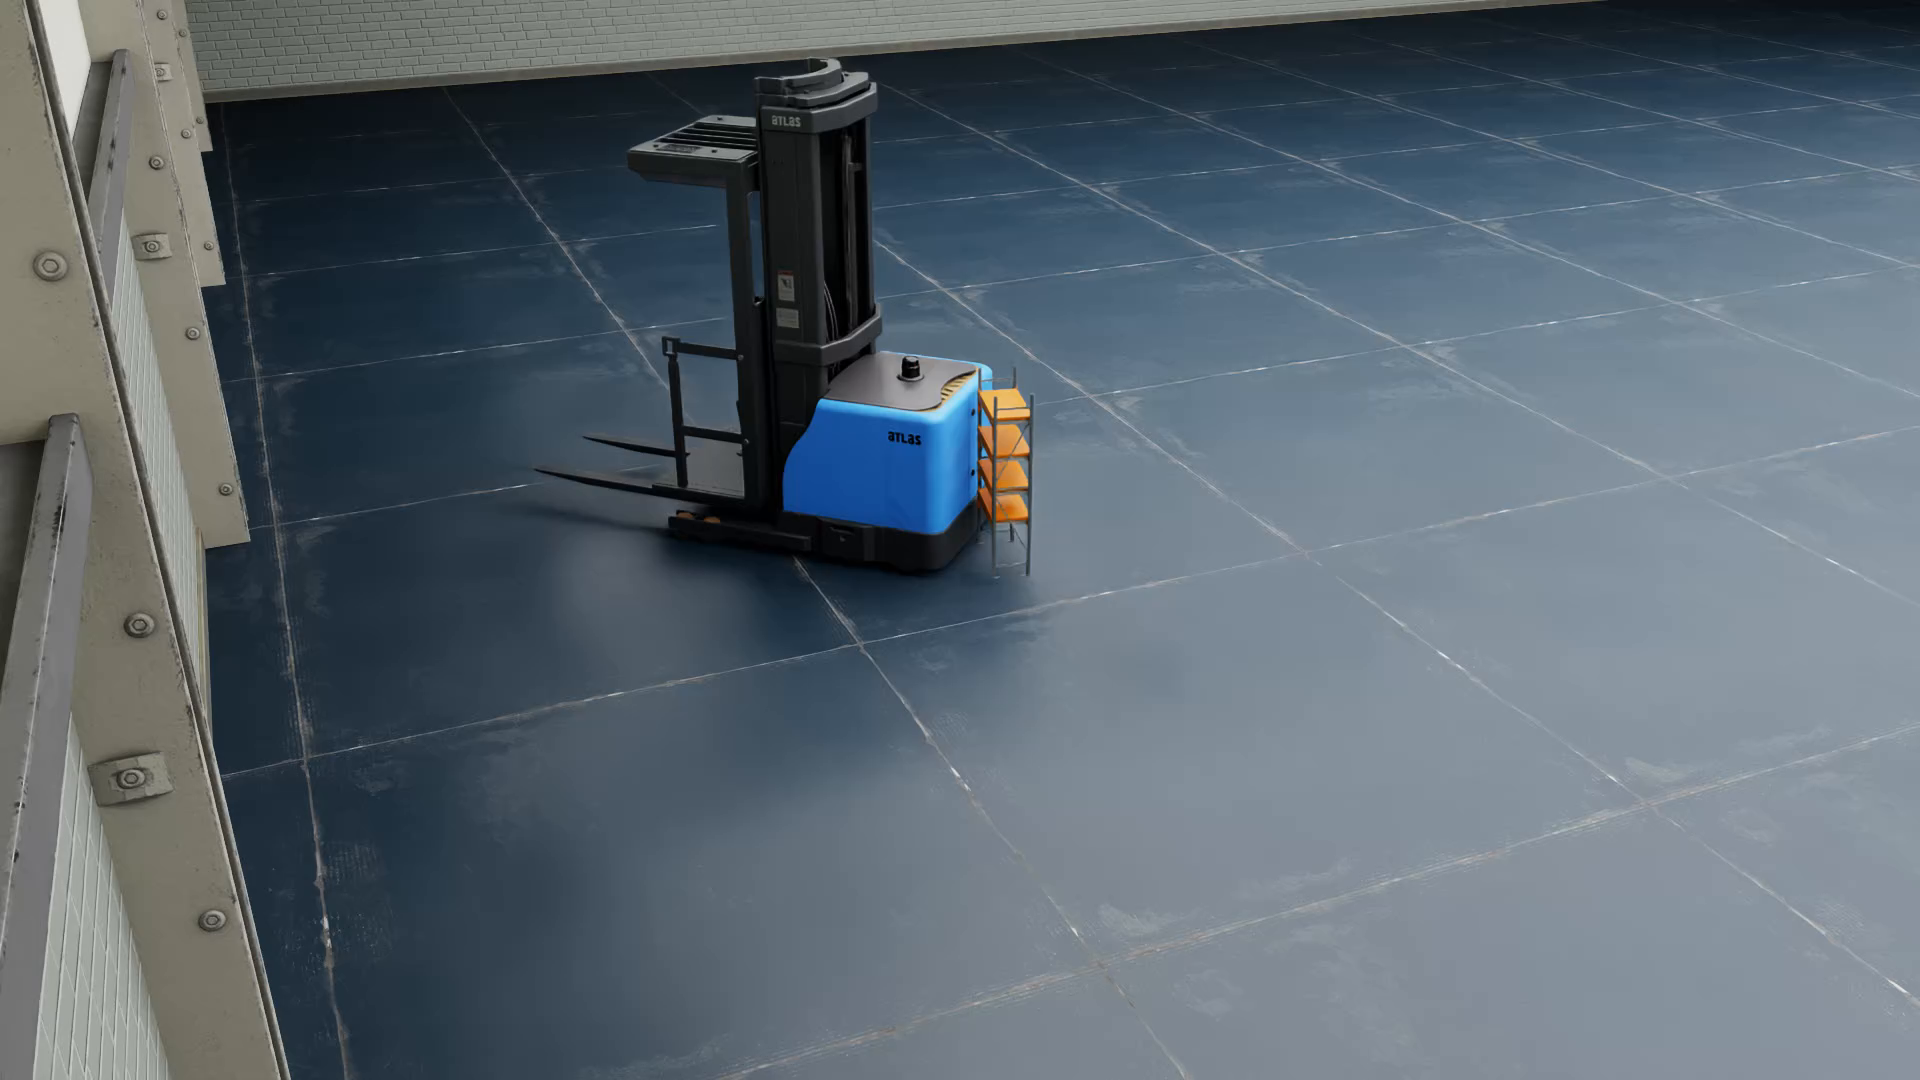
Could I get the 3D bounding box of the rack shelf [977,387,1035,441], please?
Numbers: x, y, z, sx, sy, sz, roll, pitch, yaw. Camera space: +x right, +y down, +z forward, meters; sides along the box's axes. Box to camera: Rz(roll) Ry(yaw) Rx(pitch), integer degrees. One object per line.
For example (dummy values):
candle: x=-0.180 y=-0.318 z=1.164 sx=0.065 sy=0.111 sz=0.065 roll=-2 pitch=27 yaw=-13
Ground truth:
rack shelf: x=0.273 y=-0.768 z=10.059 sx=0.258 sy=0.148 sz=0.480 roll=-4 pitch=26 yaw=-9

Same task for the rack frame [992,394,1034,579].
rack frame: x=0.315 y=-0.309 z=10.015 sx=0.240 sy=1.200 sz=0.015 roll=-4 pitch=26 yaw=-9

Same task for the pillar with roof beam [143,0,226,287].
pillar with roof beam: x=-3.188 y=-7.250 z=15.343 sx=9.100 sy=9.000 sz=0.400 roll=-11 pitch=28 yaw=-21

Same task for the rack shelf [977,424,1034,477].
rack shelf: x=0.273 y=-0.555 z=10.163 sx=0.258 sy=0.148 sz=0.480 roll=-4 pitch=26 yaw=-9

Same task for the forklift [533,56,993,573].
forklift: x=-1.350 y=-1.503 z=10.488 sx=3.031 sy=2.935 sz=1.130 roll=9 pitch=28 yaw=18

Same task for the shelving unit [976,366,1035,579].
shelving unit: x=0.273 y=-0.414 z=10.231 sx=0.258 sy=1.200 sz=0.503 roll=-4 pitch=26 yaw=-9

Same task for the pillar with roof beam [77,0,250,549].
pillar with roof beam: x=-0.839 y=-4.828 z=10.382 sx=9.100 sy=9.000 sz=0.400 roll=-11 pitch=28 yaw=-21

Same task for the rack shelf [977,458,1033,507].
rack shelf: x=0.273 y=-0.354 z=10.261 sx=0.258 sy=0.148 sz=0.480 roll=-4 pitch=26 yaw=-9

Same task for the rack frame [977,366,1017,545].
rack frame: x=0.230 y=-0.520 z=10.447 sx=0.240 sy=1.200 sz=0.015 roll=-4 pitch=26 yaw=-9

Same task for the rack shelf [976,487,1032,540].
rack shelf: x=0.273 y=-0.176 z=10.348 sx=0.258 sy=0.148 sz=0.480 roll=-4 pitch=26 yaw=-9

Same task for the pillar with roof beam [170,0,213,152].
pillar with roof beam: x=-5.538 y=-9.672 z=20.304 sx=9.100 sy=9.000 sz=0.400 roll=-11 pitch=28 yaw=-21
